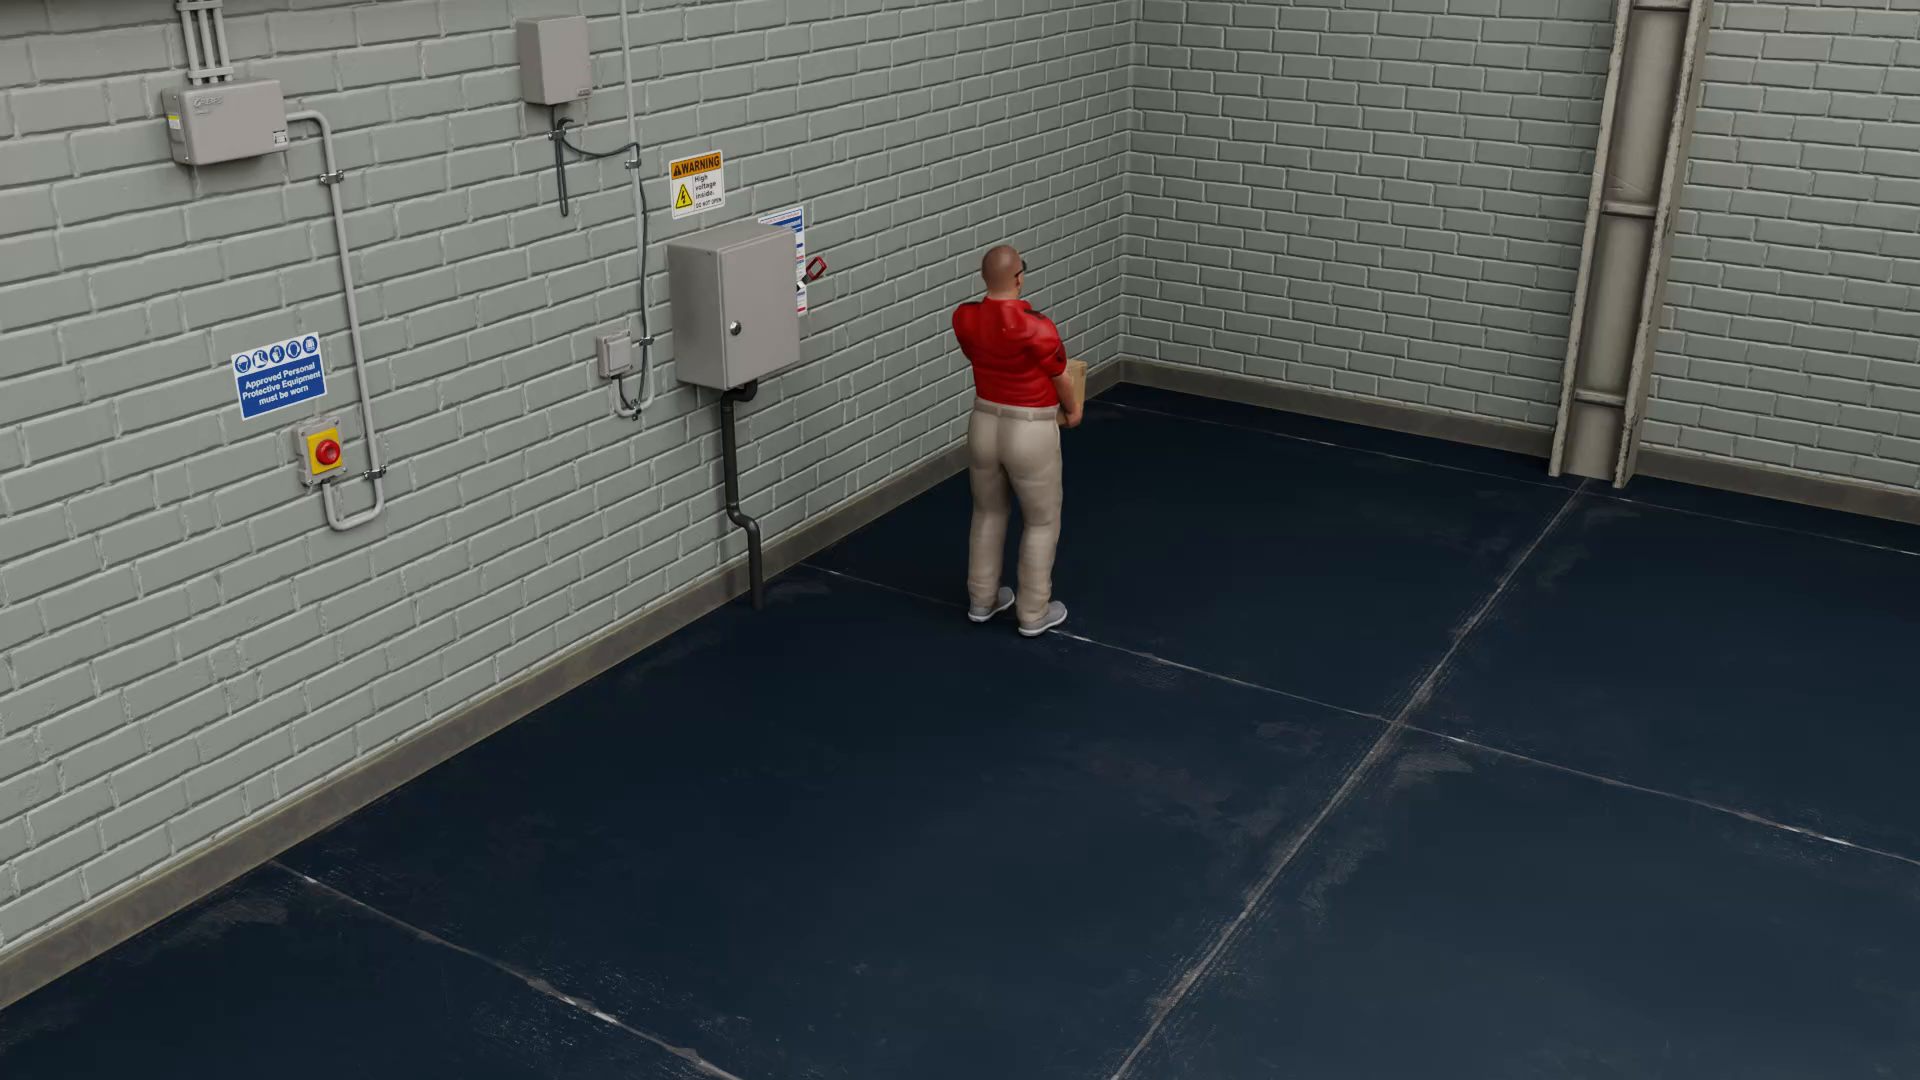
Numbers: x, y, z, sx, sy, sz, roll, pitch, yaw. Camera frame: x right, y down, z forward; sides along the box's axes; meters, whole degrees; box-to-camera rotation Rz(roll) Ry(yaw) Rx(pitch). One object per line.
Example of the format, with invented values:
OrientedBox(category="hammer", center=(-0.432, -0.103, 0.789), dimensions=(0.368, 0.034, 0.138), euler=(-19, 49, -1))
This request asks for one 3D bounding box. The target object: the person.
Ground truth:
OrientedBox(category="person", center=(0.267, -0.460, 7.217), dimensions=(0.494, 1.713, 0.531), euler=(14, 27, 30))
